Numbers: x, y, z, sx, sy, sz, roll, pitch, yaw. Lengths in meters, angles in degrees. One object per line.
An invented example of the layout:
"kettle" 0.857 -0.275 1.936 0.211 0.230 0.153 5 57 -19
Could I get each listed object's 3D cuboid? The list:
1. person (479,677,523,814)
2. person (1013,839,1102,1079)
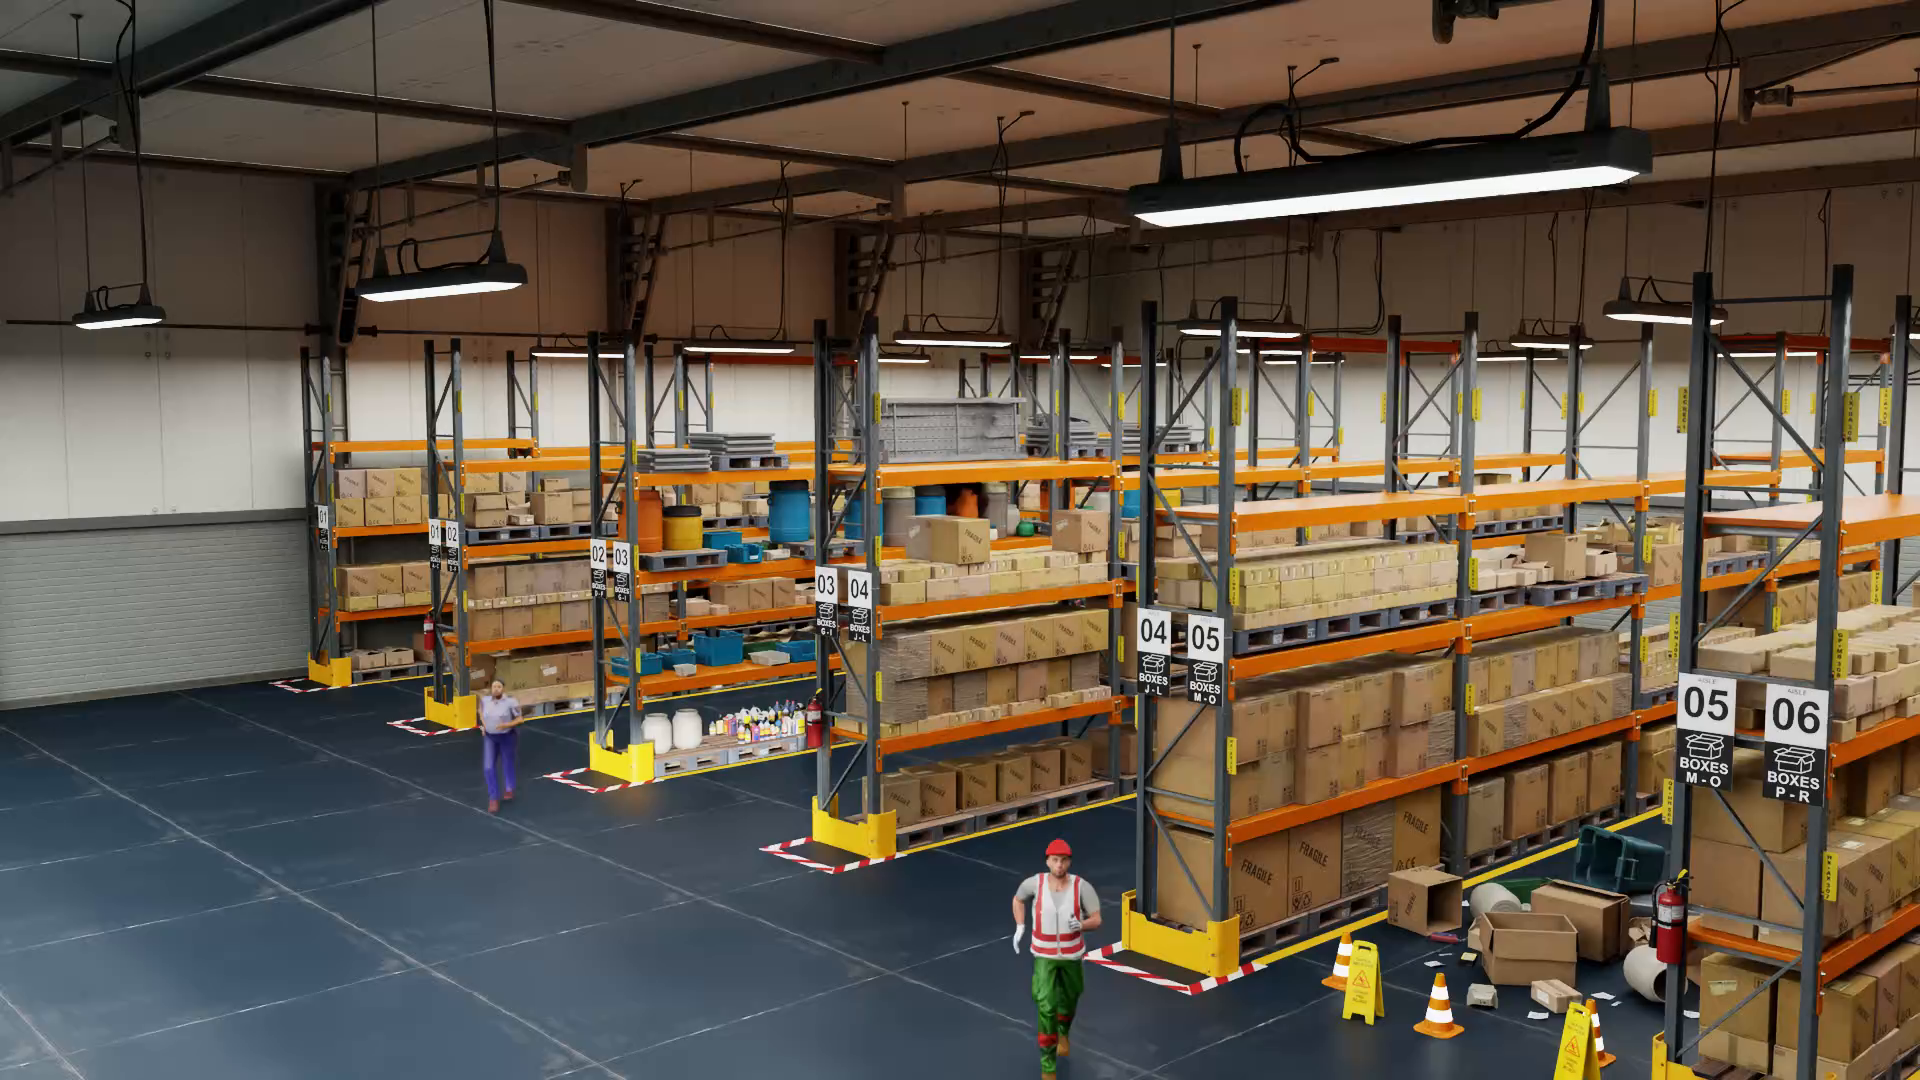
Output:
"person" -5.744 2.524 20.823 0.584 1.675 0.775 0 5 -3
"person" 0.733 3.147 12.536 0.656 1.812 0.929 0 5 -3
